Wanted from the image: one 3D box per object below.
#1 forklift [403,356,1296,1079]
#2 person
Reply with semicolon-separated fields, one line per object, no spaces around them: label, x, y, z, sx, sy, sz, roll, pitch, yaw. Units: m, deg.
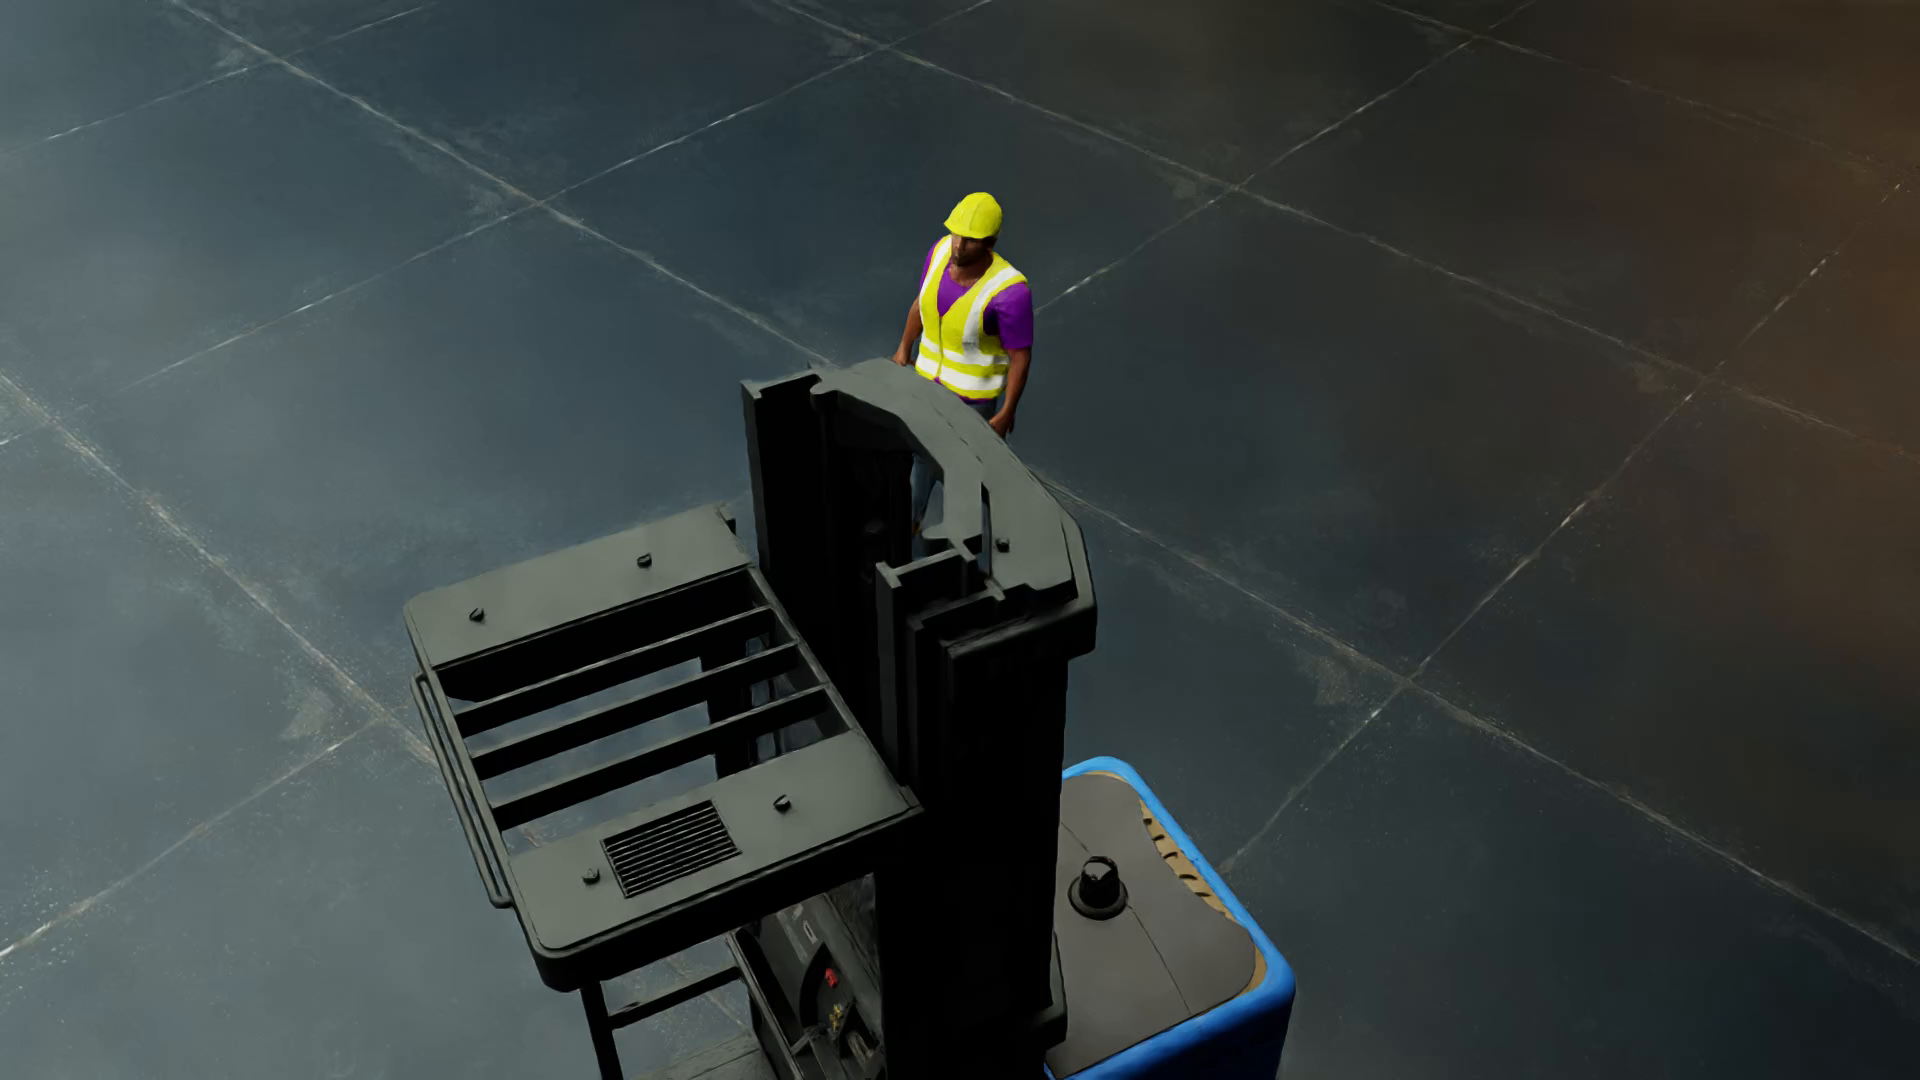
forklift;-0.591;1.087;4.161;3.031;2.935;1.130;-19;44;-21
person;-0.051;-0.642;7.065;0.665;1.760;0.576;31;49;31
